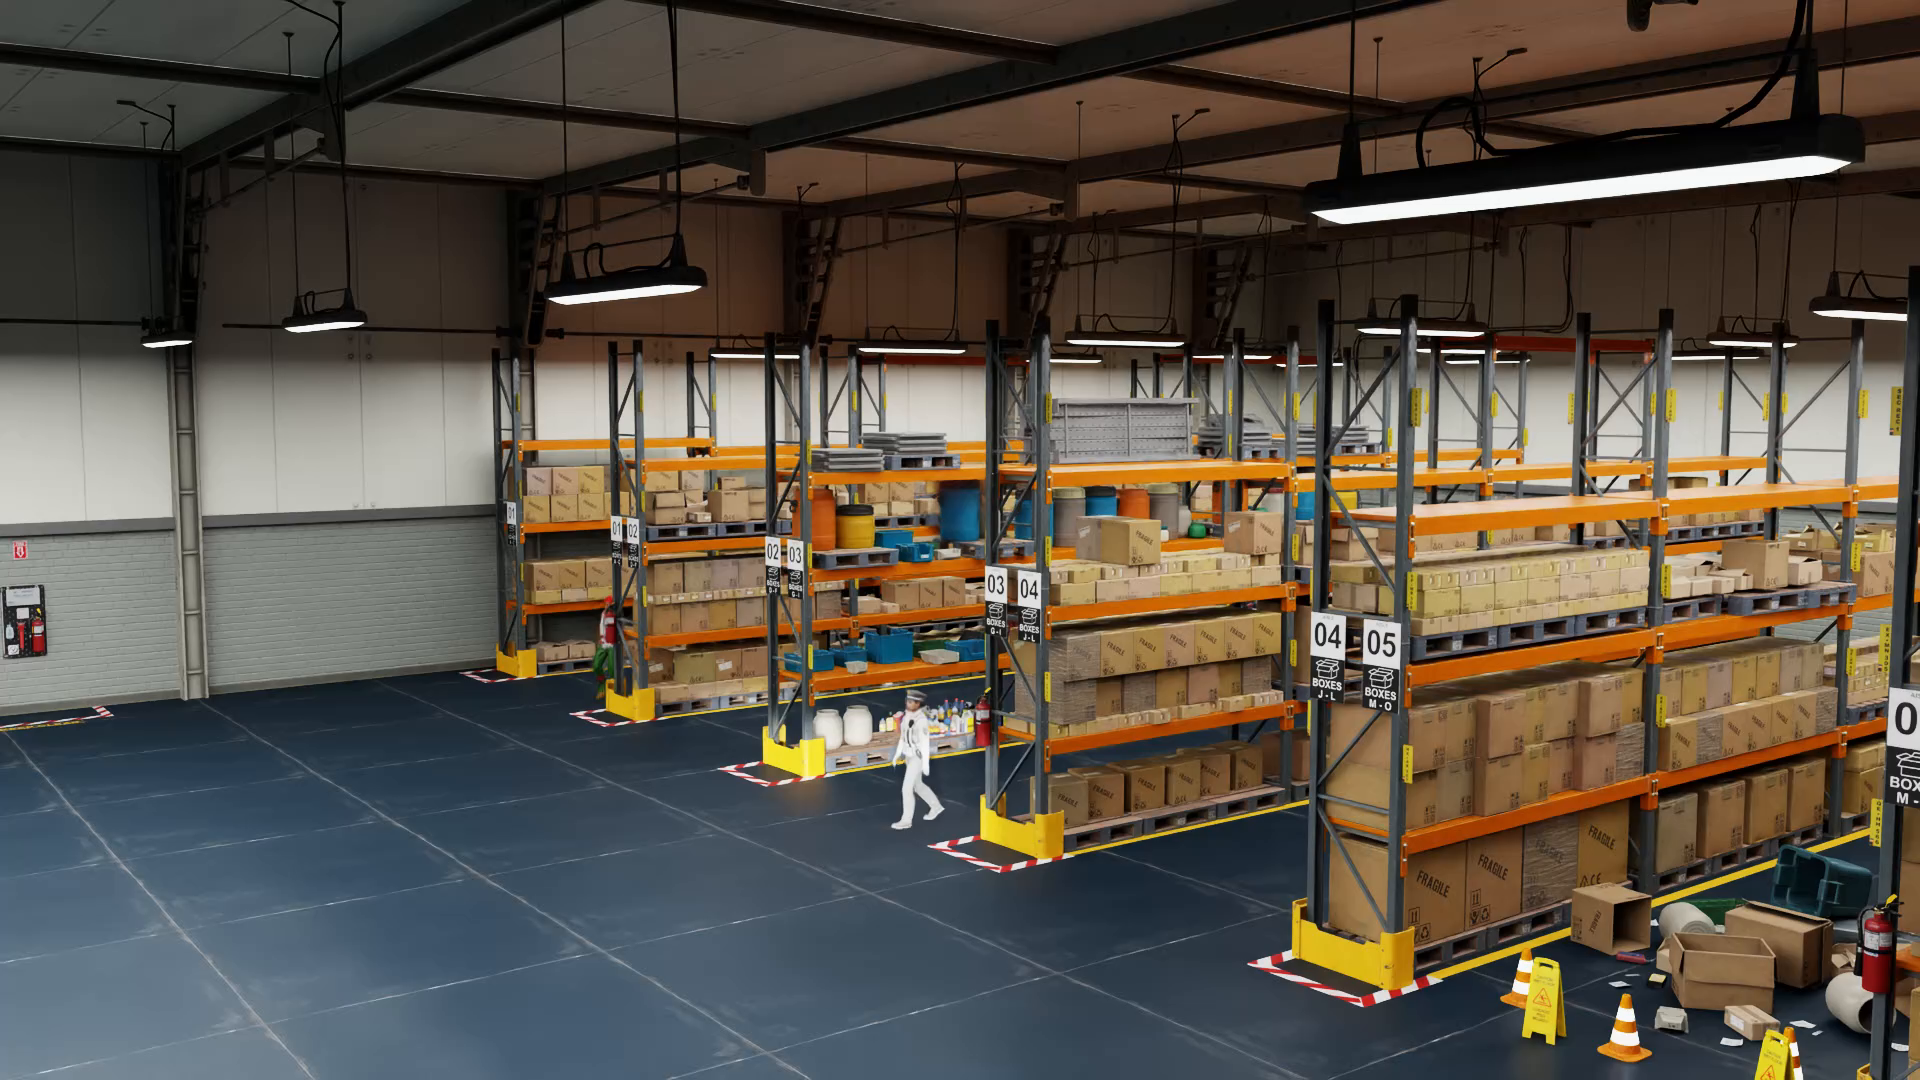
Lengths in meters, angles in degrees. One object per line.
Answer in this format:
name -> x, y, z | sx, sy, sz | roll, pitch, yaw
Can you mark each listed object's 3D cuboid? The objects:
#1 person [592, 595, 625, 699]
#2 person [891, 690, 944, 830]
person -> -6.000, 1.845, 28.274 | 0.648, 1.822, 0.633 | 3, 6, 33
person -> -0.492, 2.593, 19.871 | 0.761, 1.660, 0.461 | -2, 5, -22
